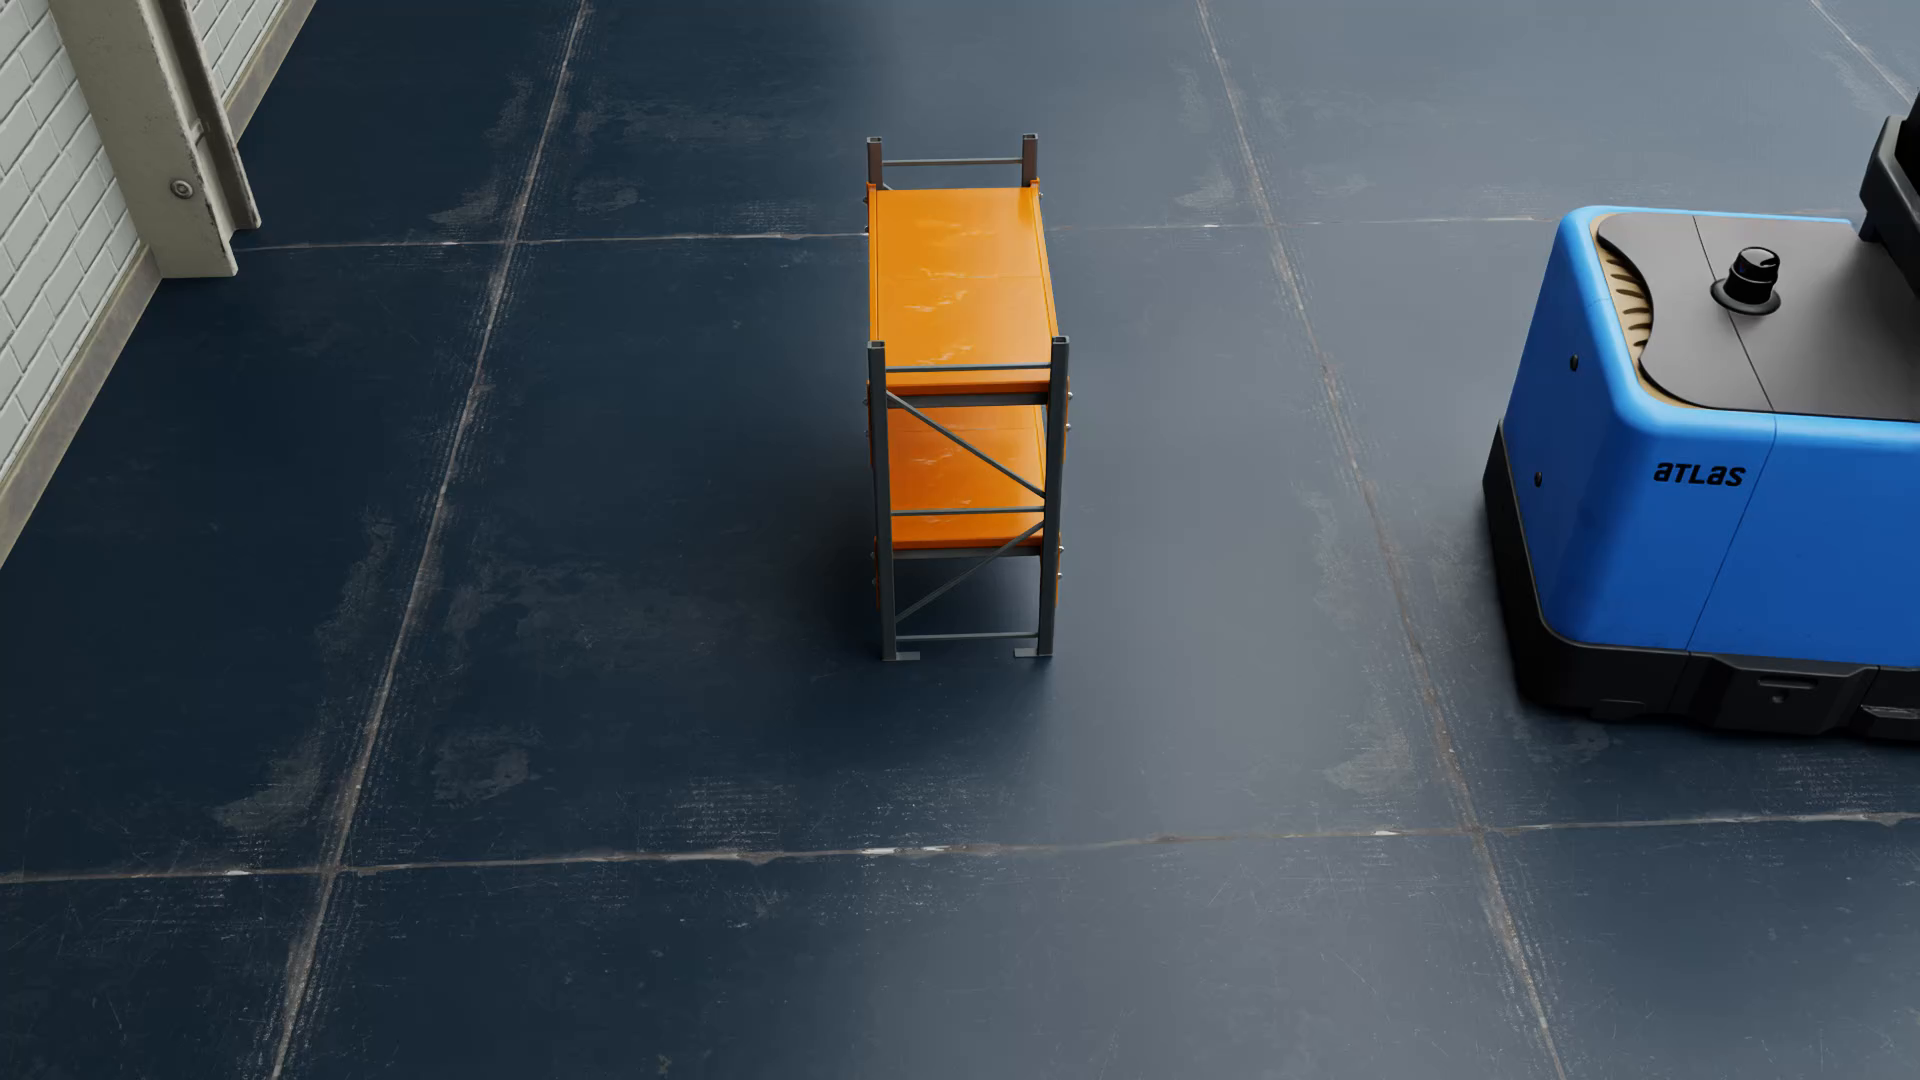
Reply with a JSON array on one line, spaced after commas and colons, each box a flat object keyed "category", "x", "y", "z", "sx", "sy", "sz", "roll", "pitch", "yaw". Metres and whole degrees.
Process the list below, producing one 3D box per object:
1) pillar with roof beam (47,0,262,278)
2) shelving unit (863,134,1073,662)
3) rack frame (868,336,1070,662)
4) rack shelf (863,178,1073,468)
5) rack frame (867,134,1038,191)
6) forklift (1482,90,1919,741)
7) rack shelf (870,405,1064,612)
[{"category": "pillar with roof beam", "x": 1.368, "y": -4.577, "z": 3.584, "sx": 9.100, "sy": 9.000, "sz": 0.400, "roll": -2, "pitch": 43, "yaw": -2}, {"category": "shelving unit", "x": 0.000, "y": -0.419, "z": 4.875, "sx": 0.538, "sy": 1.125, "sz": 1.048, "roll": -2, "pitch": 43, "yaw": -2}, {"category": "rack frame", "x": 0.021, "y": -0.076, "z": 4.500, "sx": 0.500, "sy": 1.125, "sz": 0.032, "roll": -2, "pitch": 43, "yaw": -2}, {"category": "rack shelf", "x": 0.000, "y": -0.635, "z": 4.677, "sx": 0.538, "sy": 0.278, "sz": 1.000, "roll": -2, "pitch": 43, "yaw": -2}, {"category": "rack frame", "x": -0.022, "y": -0.762, "z": 5.249, "sx": 0.500, "sy": 1.125, "sz": 0.032, "roll": -2, "pitch": 43, "yaw": -2}, {"category": "forklift", "x": 3.139, "y": -0.815, "z": 3.970, "sx": 3.031, "sy": 2.935, "sz": 1.130, "roll": 4, "pitch": 43, "yaw": 4}, {"category": "rack shelf", "x": 0.000, "y": -0.239, "z": 5.040, "sx": 0.538, "sy": 0.278, "sz": 1.000, "roll": -2, "pitch": 43, "yaw": -2}]
